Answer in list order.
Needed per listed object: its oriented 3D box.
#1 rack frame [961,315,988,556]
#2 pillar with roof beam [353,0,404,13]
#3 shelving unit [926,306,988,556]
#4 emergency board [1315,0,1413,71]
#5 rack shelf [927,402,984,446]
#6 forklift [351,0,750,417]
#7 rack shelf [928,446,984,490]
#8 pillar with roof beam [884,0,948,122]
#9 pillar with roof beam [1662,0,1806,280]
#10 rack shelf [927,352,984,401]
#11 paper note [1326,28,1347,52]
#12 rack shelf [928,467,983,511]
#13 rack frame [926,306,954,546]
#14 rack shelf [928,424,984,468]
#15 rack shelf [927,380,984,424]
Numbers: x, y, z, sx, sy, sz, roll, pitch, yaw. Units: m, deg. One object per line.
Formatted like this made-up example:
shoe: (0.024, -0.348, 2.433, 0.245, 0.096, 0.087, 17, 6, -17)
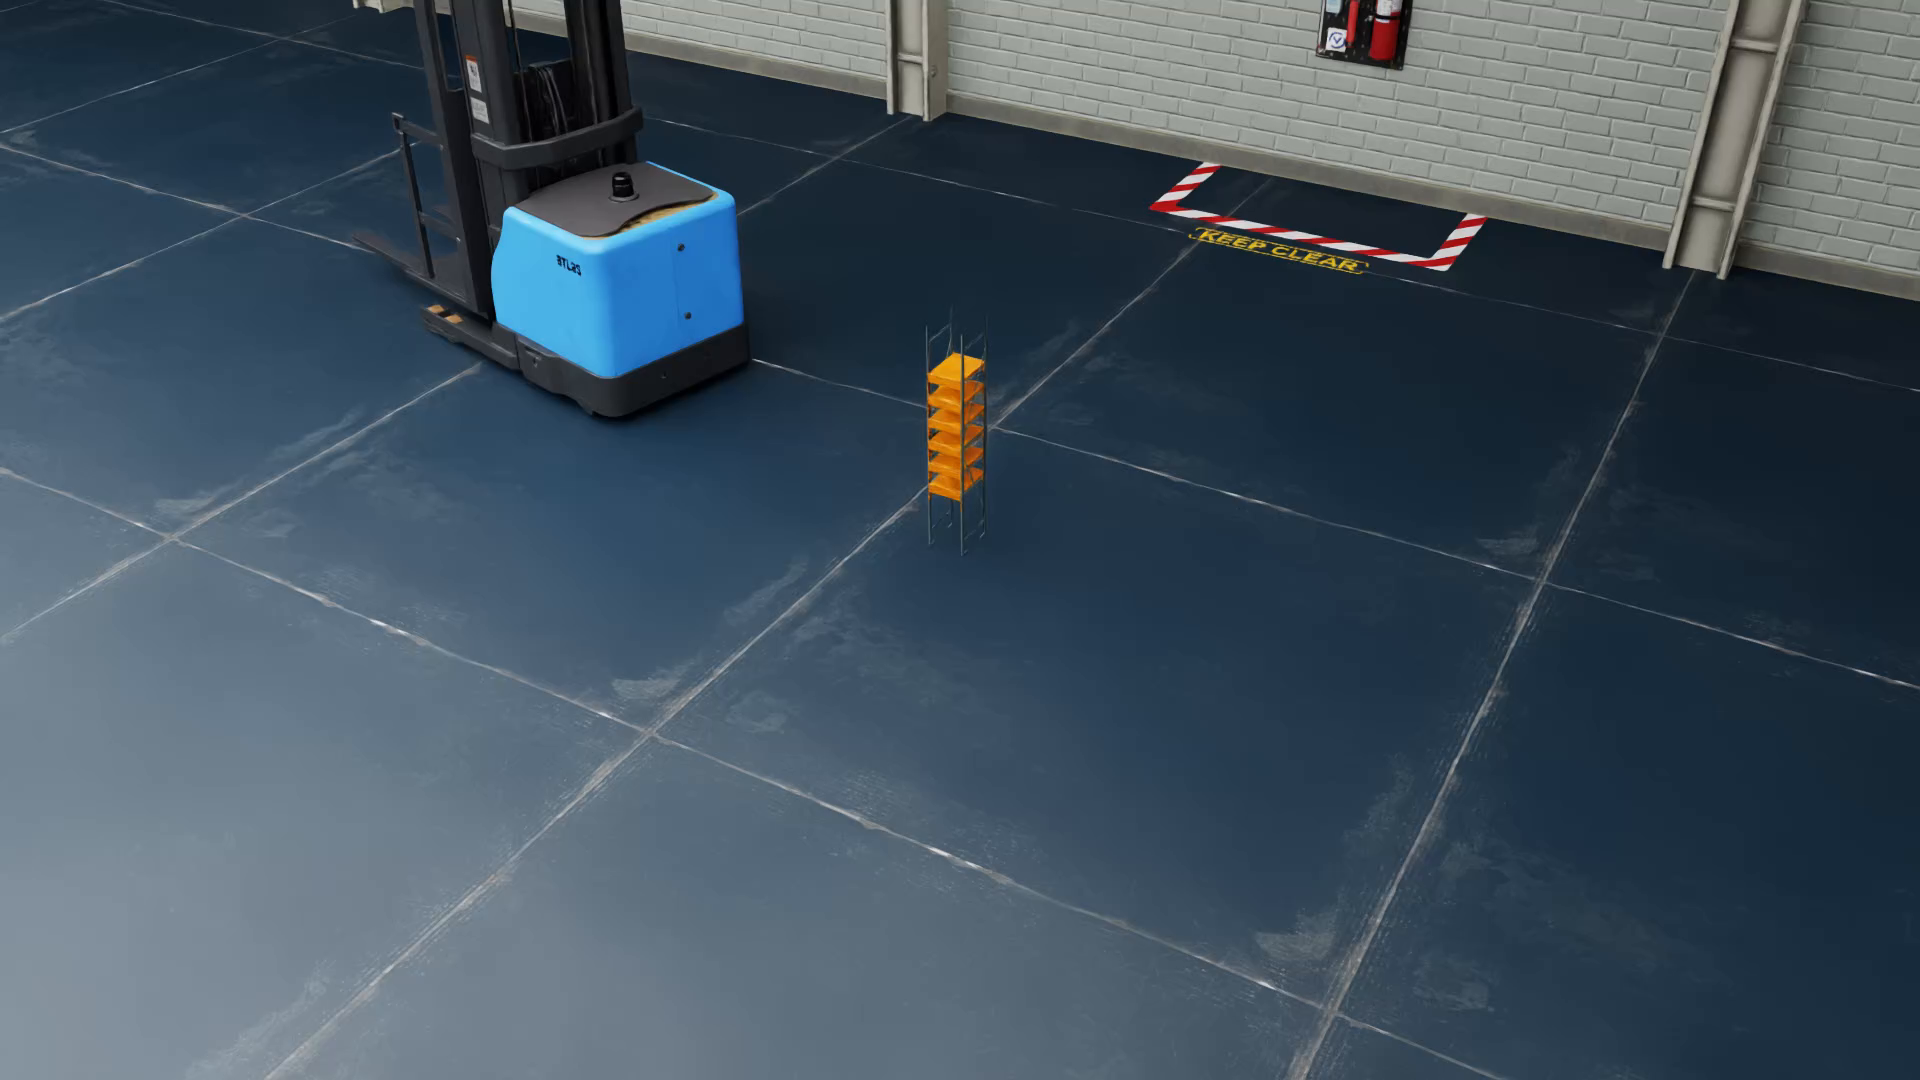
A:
rack frame: (0.067, -0.478, 7.886, 0.006, 1.200, 0.240, 18, 37, 24)
pillar with roof beam: (-7.689, -6.788, 10.325, 0.400, 9.000, 9.100, 18, 37, 24)
shelving unit: (-0.013, -0.503, 7.923, 0.189, 1.200, 0.258, 18, 37, 24)
emergency board: (2.739, -3.761, 11.191, 0.643, 1.169, 0.194, 18, 37, 24)
rack shelf: (-0.013, -0.566, 7.882, 0.180, 0.103, 0.258, 18, 37, 24)
forklift: (-2.647, -2.597, 9.506, 3.031, 2.935, 1.130, 27, 42, 35)
rack shelf: (-0.013, -0.367, 8.015, 0.180, 0.103, 0.258, 18, 37, 24)
pillar with roof beam: (-2.479, -5.138, 7.847, 0.400, 9.000, 9.100, 18, 37, 24)
pillar with roof beam: (2.730, -3.488, 5.369, 0.400, 9.000, 9.100, 18, 37, 24)
rack shelf: (-0.013, -0.766, 7.749, 0.180, 0.103, 0.258, 18, 37, 24)
paper note: (2.620, -3.476, 11.558, 0.142, 0.148, 0.016, 18, 37, 24)
rack shelf: (-0.013, -0.267, 8.081, 0.180, 0.103, 0.258, 18, 37, 24)
rack frame: (-0.092, -0.529, 7.961, 0.006, 1.200, 0.240, 18, 37, 24)
rack shelf: (-0.013, -0.466, 7.948, 0.180, 0.103, 0.258, 18, 37, 24)
rack shelf: (-0.013, -0.666, 7.815, 0.180, 0.103, 0.258, 18, 37, 24)
